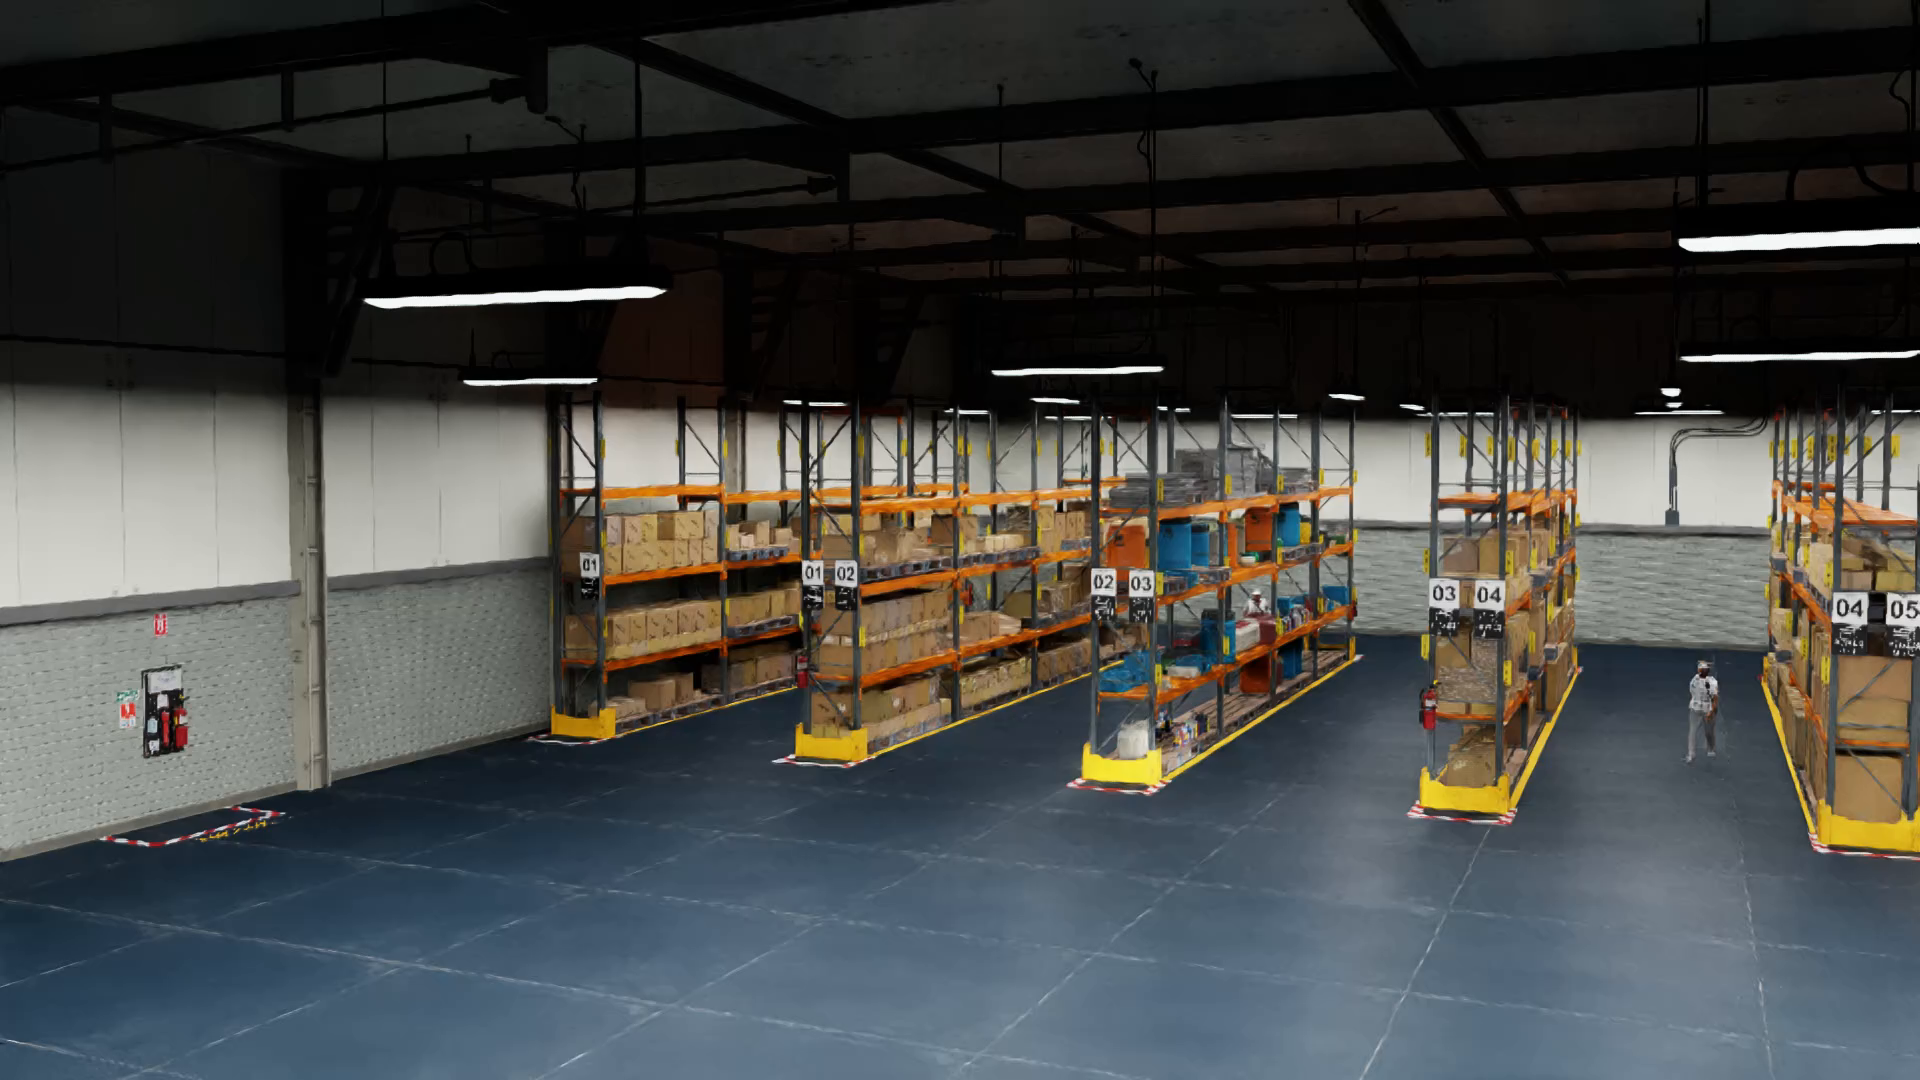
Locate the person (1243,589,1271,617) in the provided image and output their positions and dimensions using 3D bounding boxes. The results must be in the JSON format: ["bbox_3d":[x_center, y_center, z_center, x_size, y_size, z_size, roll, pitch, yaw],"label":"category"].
[{"bbox_3d":[6.965,1.992,38.953,0.702,1.735,0.549,1,3,22],"label":"person"}]

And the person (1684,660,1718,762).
[{"bbox_3d":[11.859,2.709,26.525,0.441,1.623,1.000,2,4,32],"label":"person"}]
